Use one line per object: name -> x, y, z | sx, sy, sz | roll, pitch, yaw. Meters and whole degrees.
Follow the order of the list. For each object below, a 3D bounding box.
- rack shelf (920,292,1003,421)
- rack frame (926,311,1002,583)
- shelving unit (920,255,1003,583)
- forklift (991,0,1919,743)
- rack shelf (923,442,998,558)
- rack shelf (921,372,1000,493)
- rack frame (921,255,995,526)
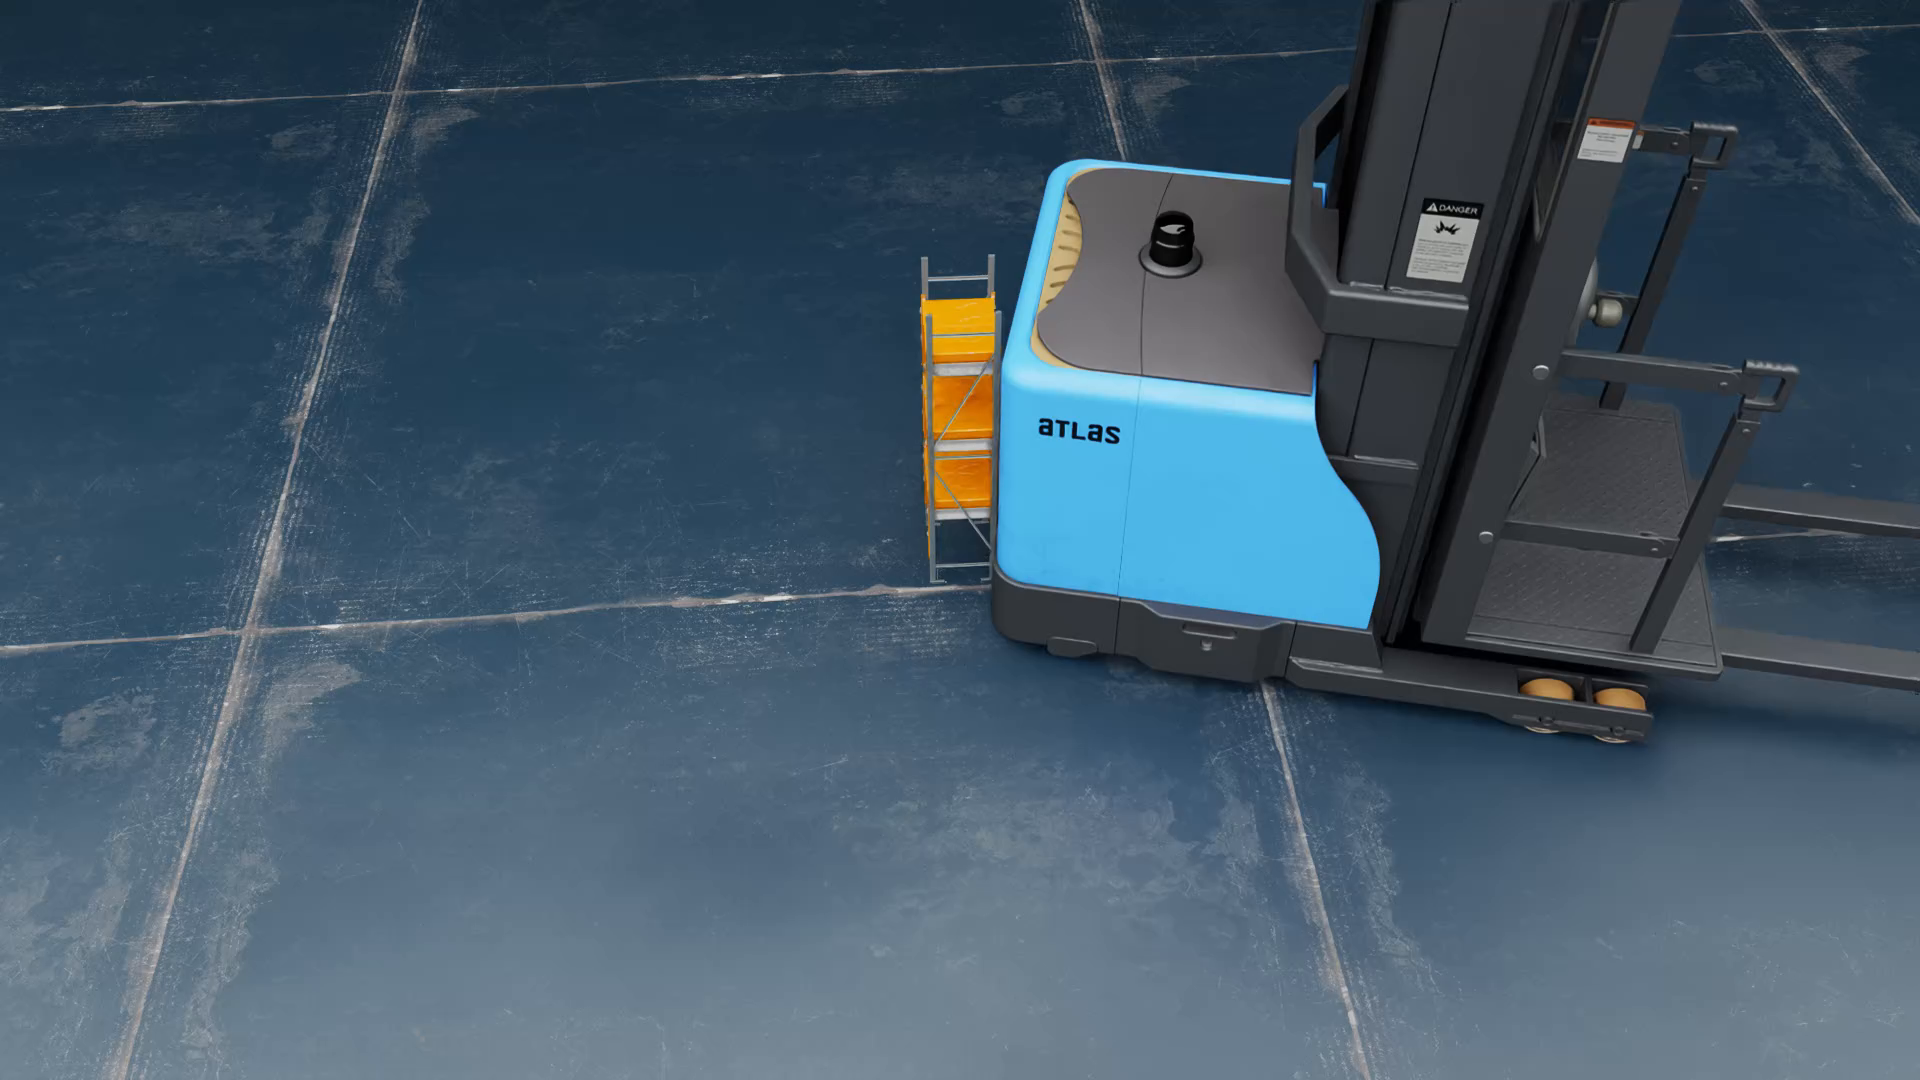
rack shelf -> 0.002, -0.511, 4.634 | 0.215, 0.259, 0.240 | -2, 47, -3
rack frame -> 0.009, -0.235, 4.749 | 0.200, 1.050, 0.008 | -2, 47, -3
shelving unit -> 0.001, -0.323, 4.832 | 0.215, 1.050, 0.252 | -2, 47, -3
forklift -> 1.660, -0.854, 4.040 | 3.031, 2.935, 1.130 | 7, 47, 7
rack shelf -> 0.001, -0.125, 5.042 | 0.215, 0.259, 0.240 | -2, 47, -3
rack shelf -> 0.001, -0.316, 4.840 | 0.215, 0.259, 0.240 | -2, 47, -3
rack frame -> -0.006, -0.412, 4.916 | 0.200, 1.050, 0.008 | -2, 47, -3
